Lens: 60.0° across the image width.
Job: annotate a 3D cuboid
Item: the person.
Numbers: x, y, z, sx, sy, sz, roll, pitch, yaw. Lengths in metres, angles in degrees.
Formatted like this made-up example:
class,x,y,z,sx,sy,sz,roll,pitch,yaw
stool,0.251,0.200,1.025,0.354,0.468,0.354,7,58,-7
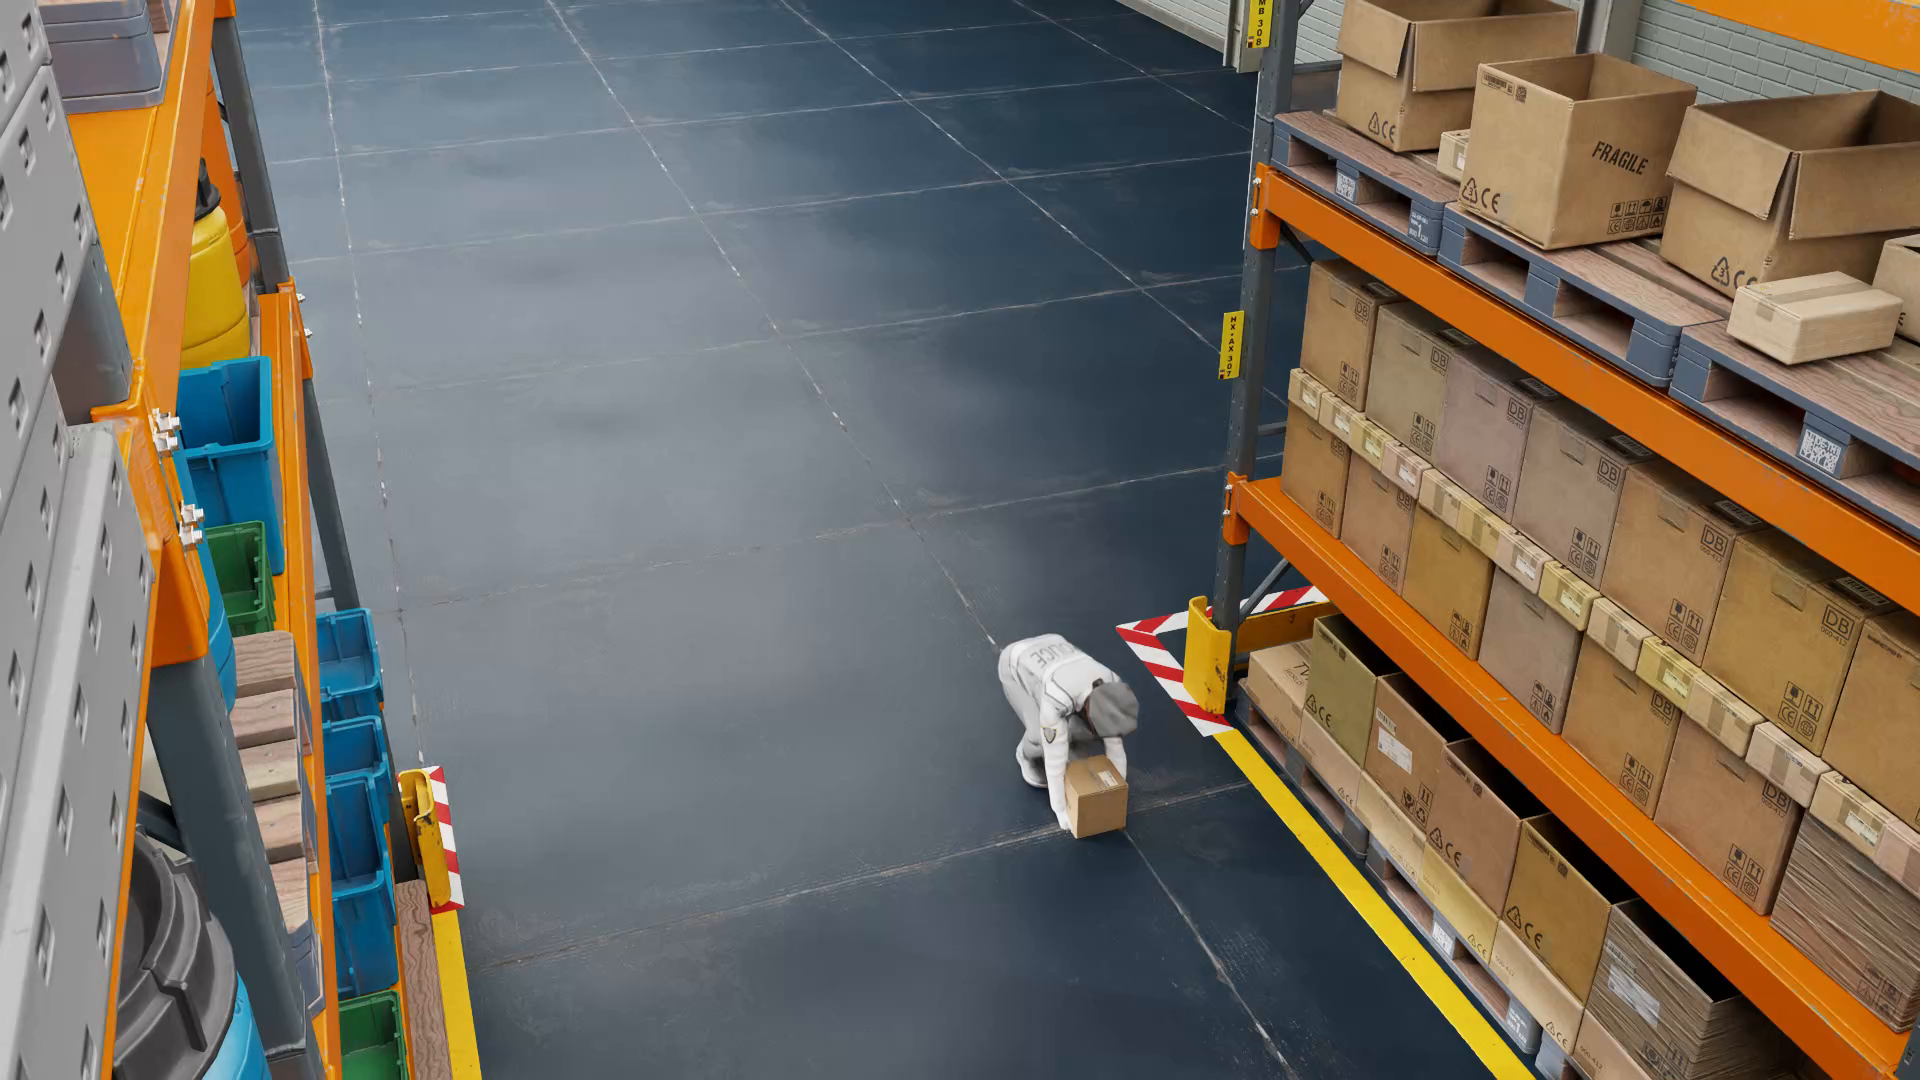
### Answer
class,x,y,z,sx,sy,sz,roll,pitch,yaw
person,0.509,0.836,7.810,0.450,0.783,0.908,-12,32,-20
